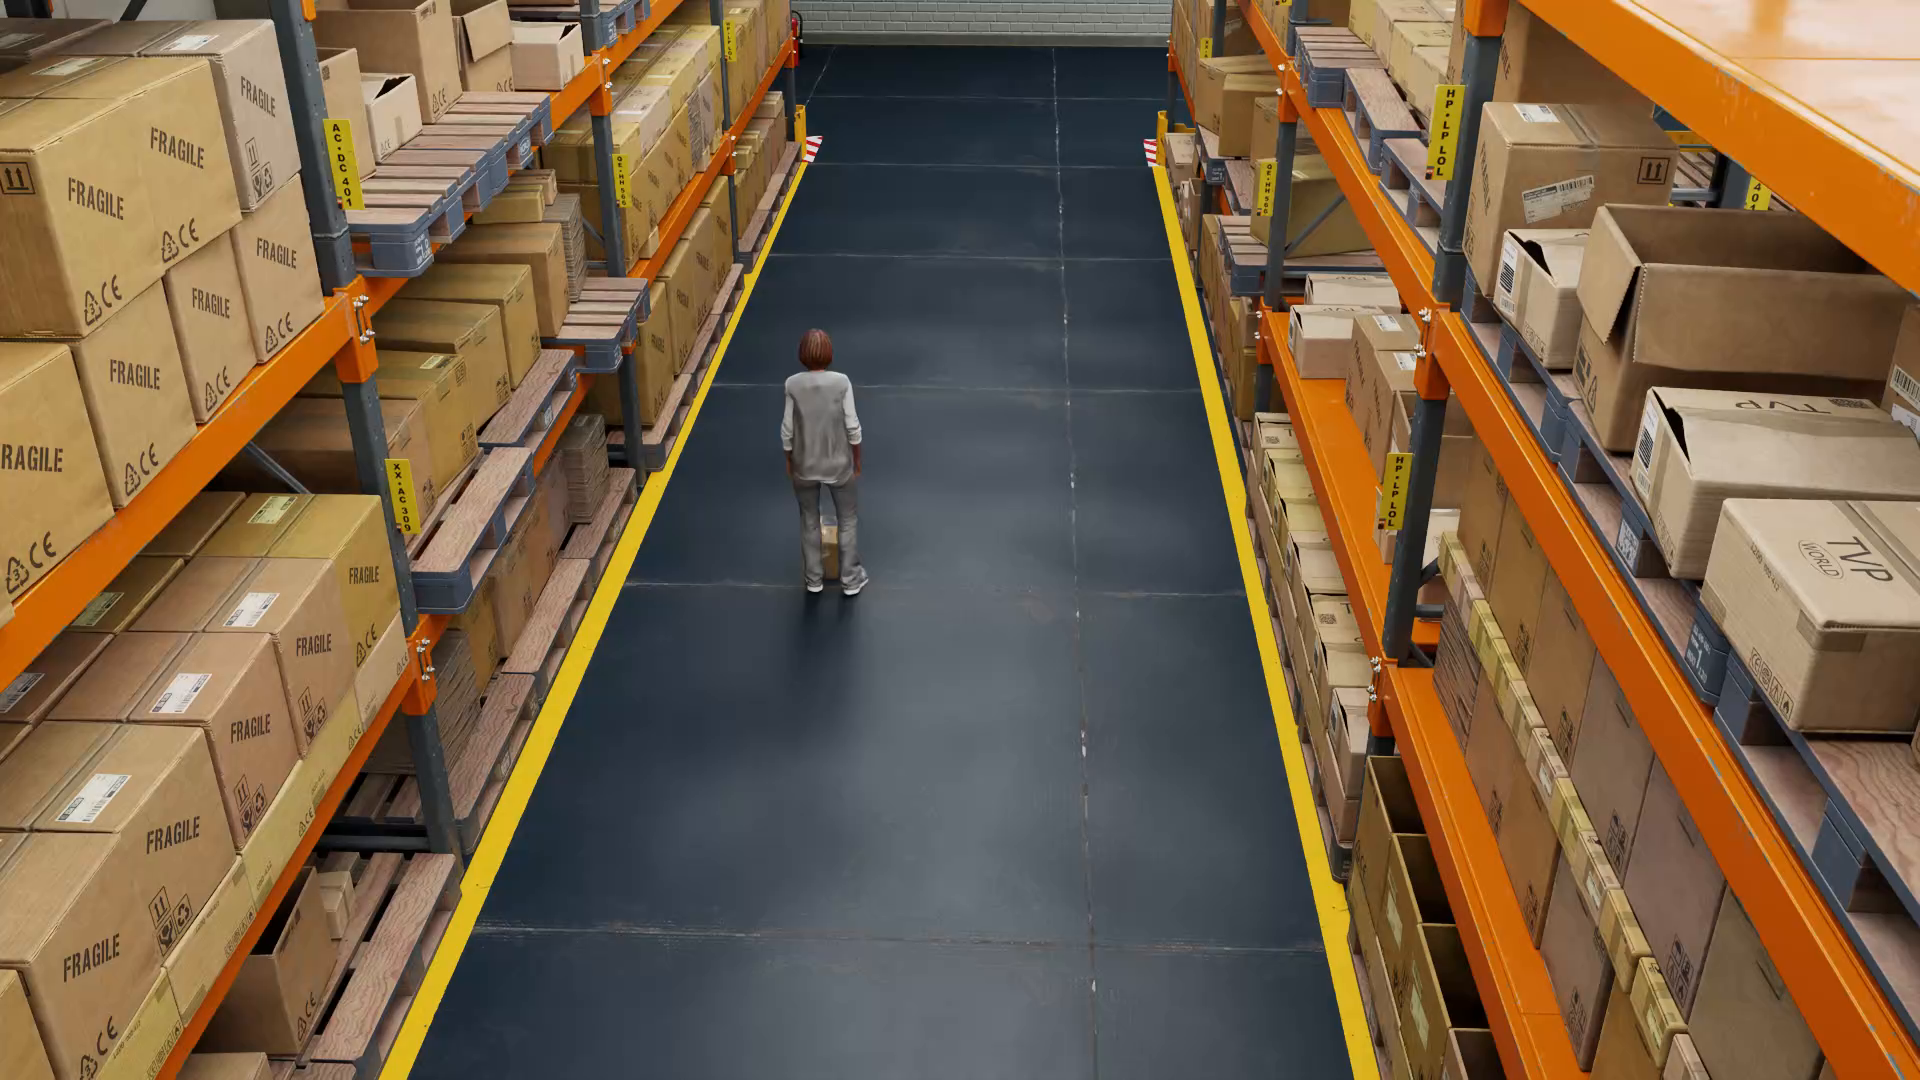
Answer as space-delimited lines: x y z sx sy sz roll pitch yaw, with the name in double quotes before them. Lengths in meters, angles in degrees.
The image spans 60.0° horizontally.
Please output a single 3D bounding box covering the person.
"person" -0.773 -0.421 9.413 0.460 1.594 0.374 0 28 0
